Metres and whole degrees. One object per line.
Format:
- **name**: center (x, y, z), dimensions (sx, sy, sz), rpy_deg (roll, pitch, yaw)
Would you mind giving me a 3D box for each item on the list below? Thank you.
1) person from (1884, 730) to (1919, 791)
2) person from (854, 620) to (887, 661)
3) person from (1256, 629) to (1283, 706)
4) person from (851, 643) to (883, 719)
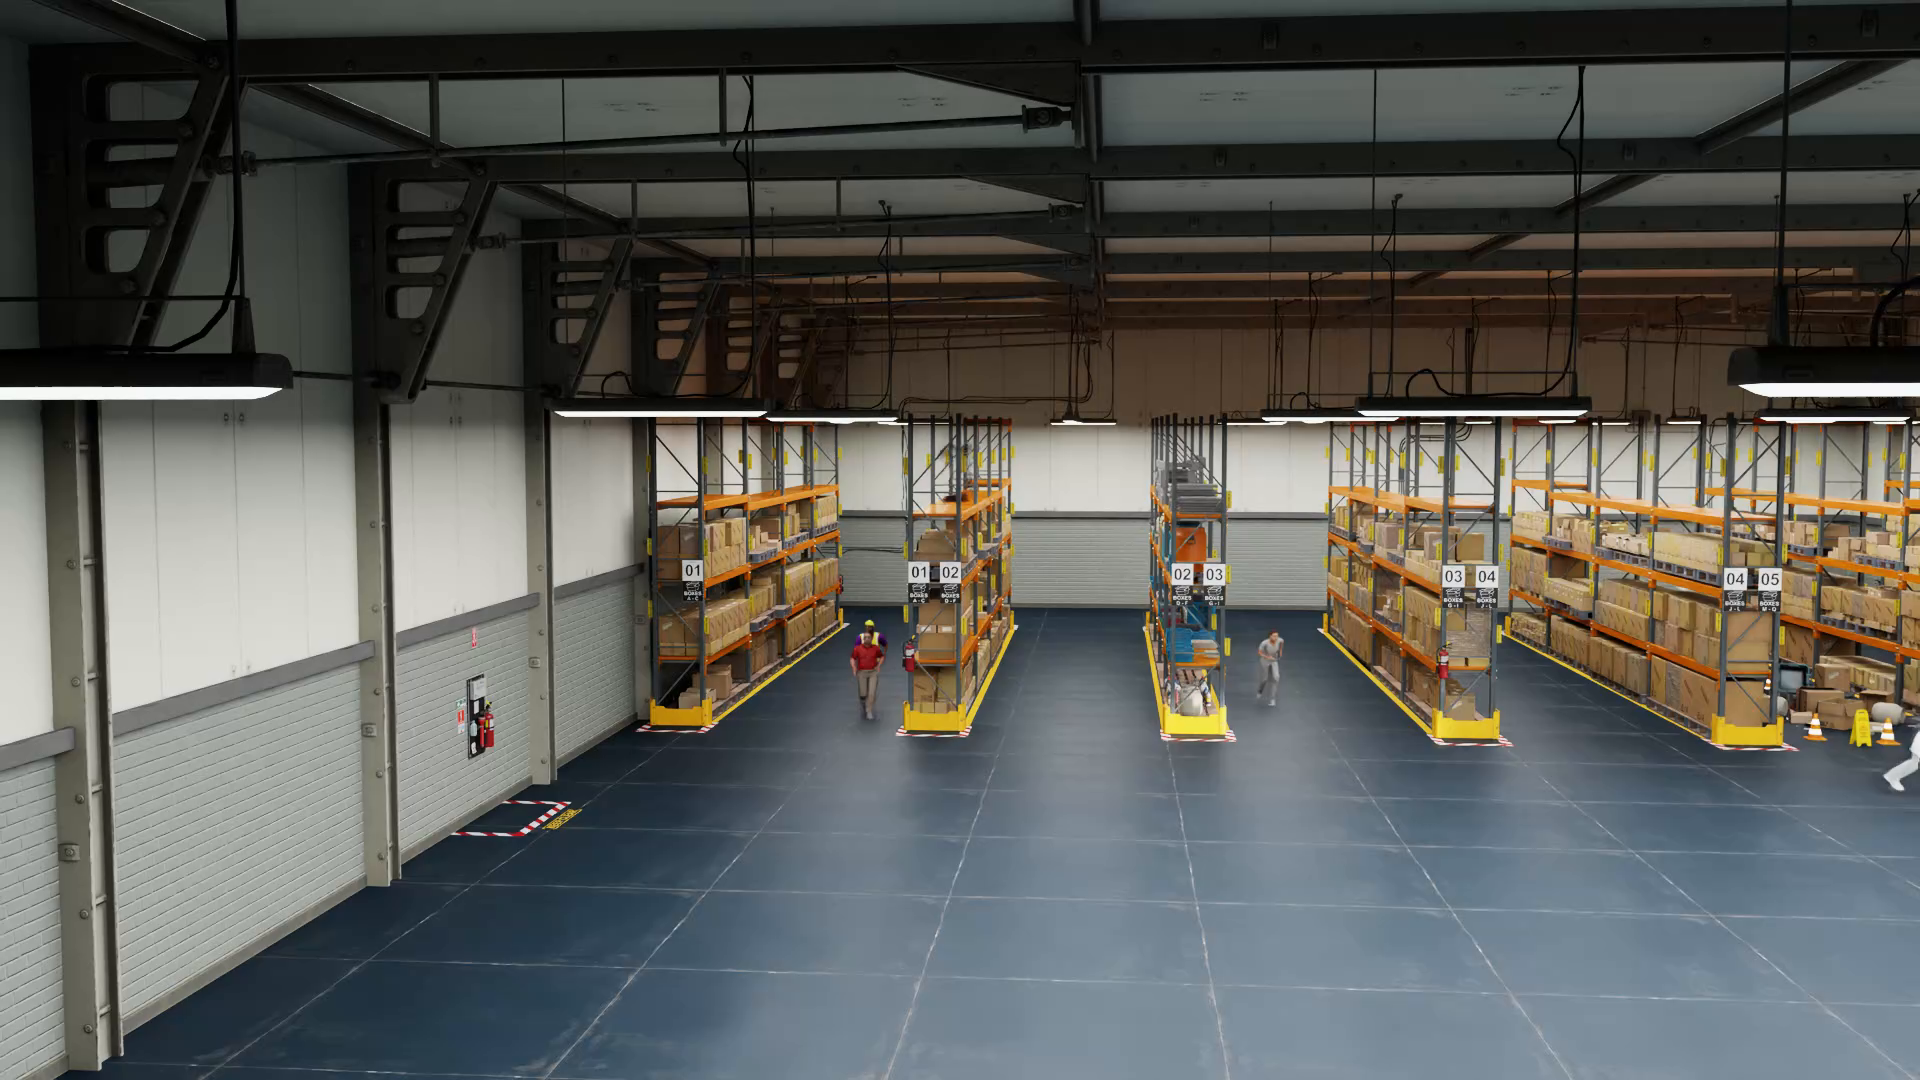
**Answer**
- **person**: center (14.953, 3.254, 25.807), dimensions (1.072, 1.558, 0.751), rpy_deg (4, 5, 42)
- **person**: center (-1.858, 2.099, 34.429), dimensions (0.678, 0.883, 0.369), rpy_deg (0, 4, 3)
- **person**: center (6.414, 2.634, 34.640), dimensions (0.605, 1.606, 0.951), rpy_deg (-1, 4, -12)
- **person**: center (-1.837, 2.770, 32.976), dimensions (0.647, 1.492, 0.670), rpy_deg (0, 4, -7)
